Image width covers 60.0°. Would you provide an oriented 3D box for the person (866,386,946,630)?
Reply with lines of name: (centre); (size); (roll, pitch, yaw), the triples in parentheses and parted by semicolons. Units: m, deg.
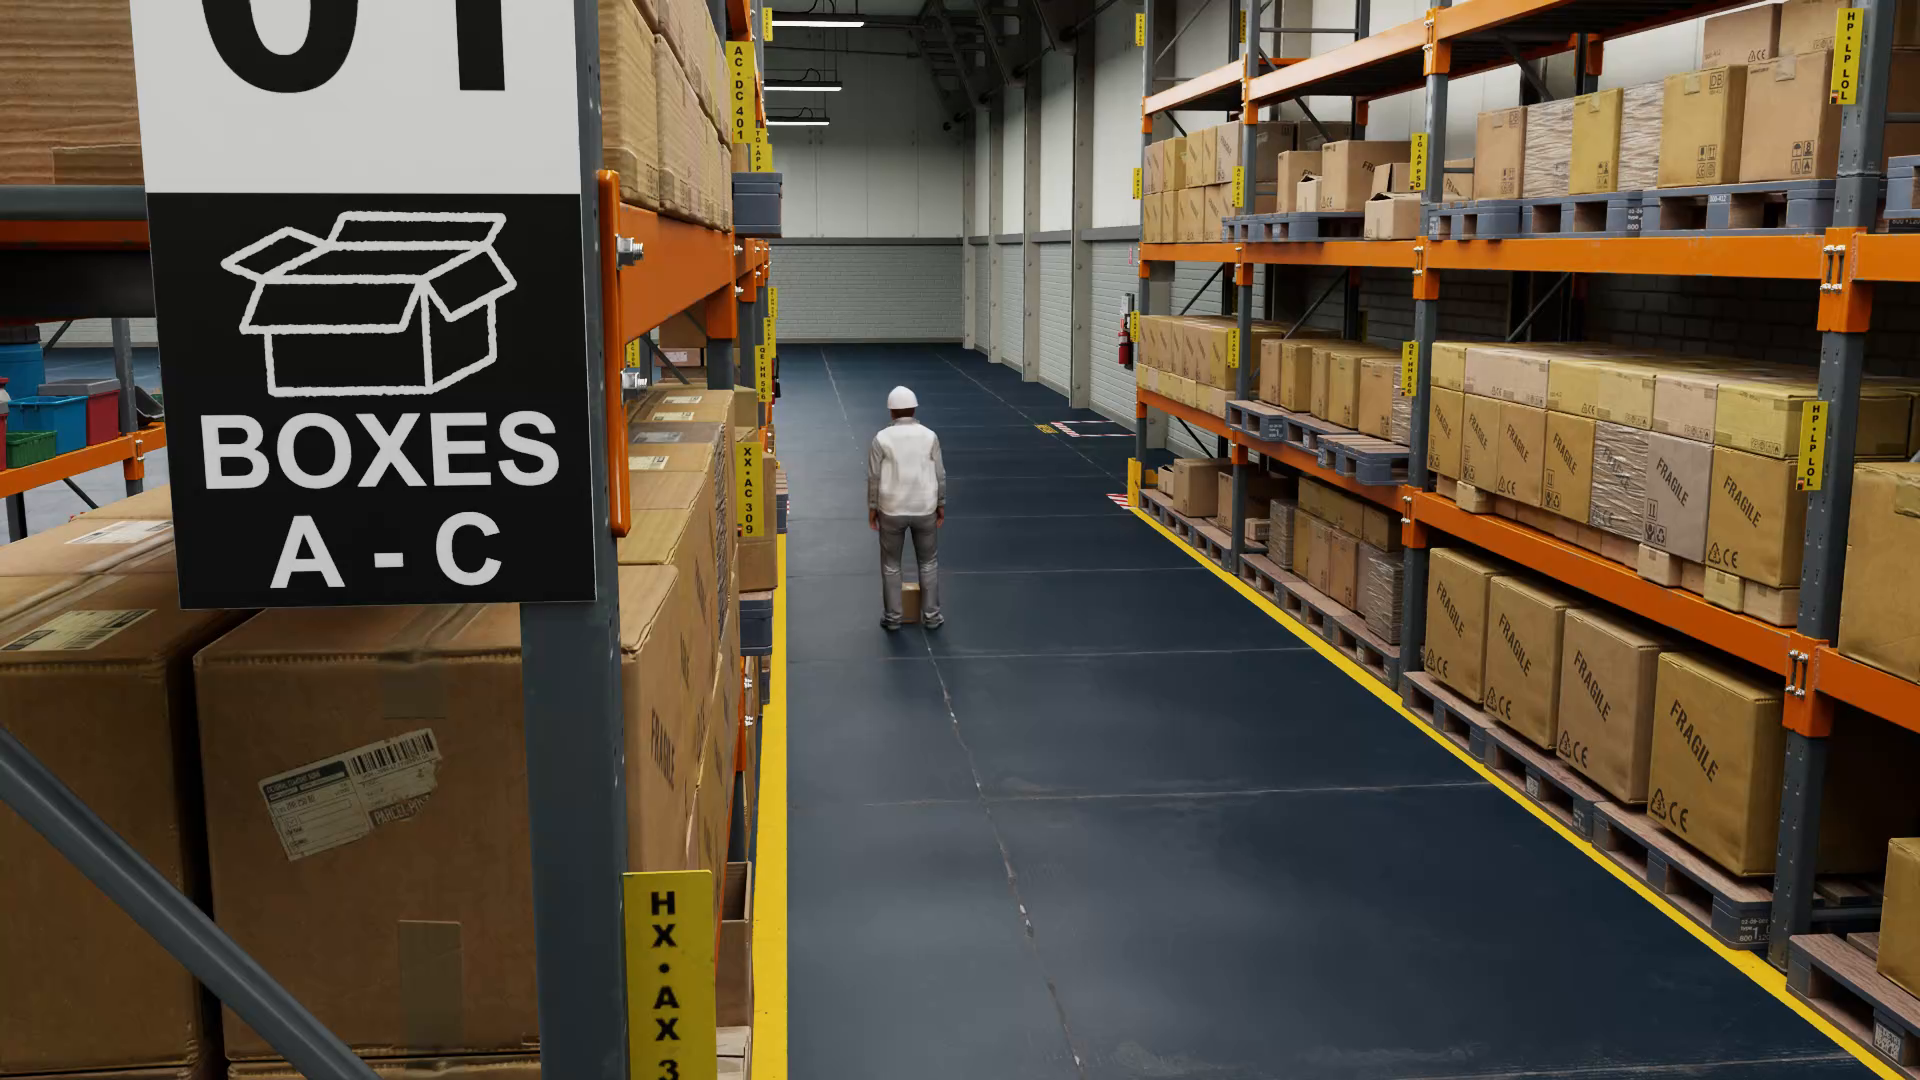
person: (-0.391, -0.230, 12.144); (0.587, 1.770, 0.463); (-2, 10, -9)
